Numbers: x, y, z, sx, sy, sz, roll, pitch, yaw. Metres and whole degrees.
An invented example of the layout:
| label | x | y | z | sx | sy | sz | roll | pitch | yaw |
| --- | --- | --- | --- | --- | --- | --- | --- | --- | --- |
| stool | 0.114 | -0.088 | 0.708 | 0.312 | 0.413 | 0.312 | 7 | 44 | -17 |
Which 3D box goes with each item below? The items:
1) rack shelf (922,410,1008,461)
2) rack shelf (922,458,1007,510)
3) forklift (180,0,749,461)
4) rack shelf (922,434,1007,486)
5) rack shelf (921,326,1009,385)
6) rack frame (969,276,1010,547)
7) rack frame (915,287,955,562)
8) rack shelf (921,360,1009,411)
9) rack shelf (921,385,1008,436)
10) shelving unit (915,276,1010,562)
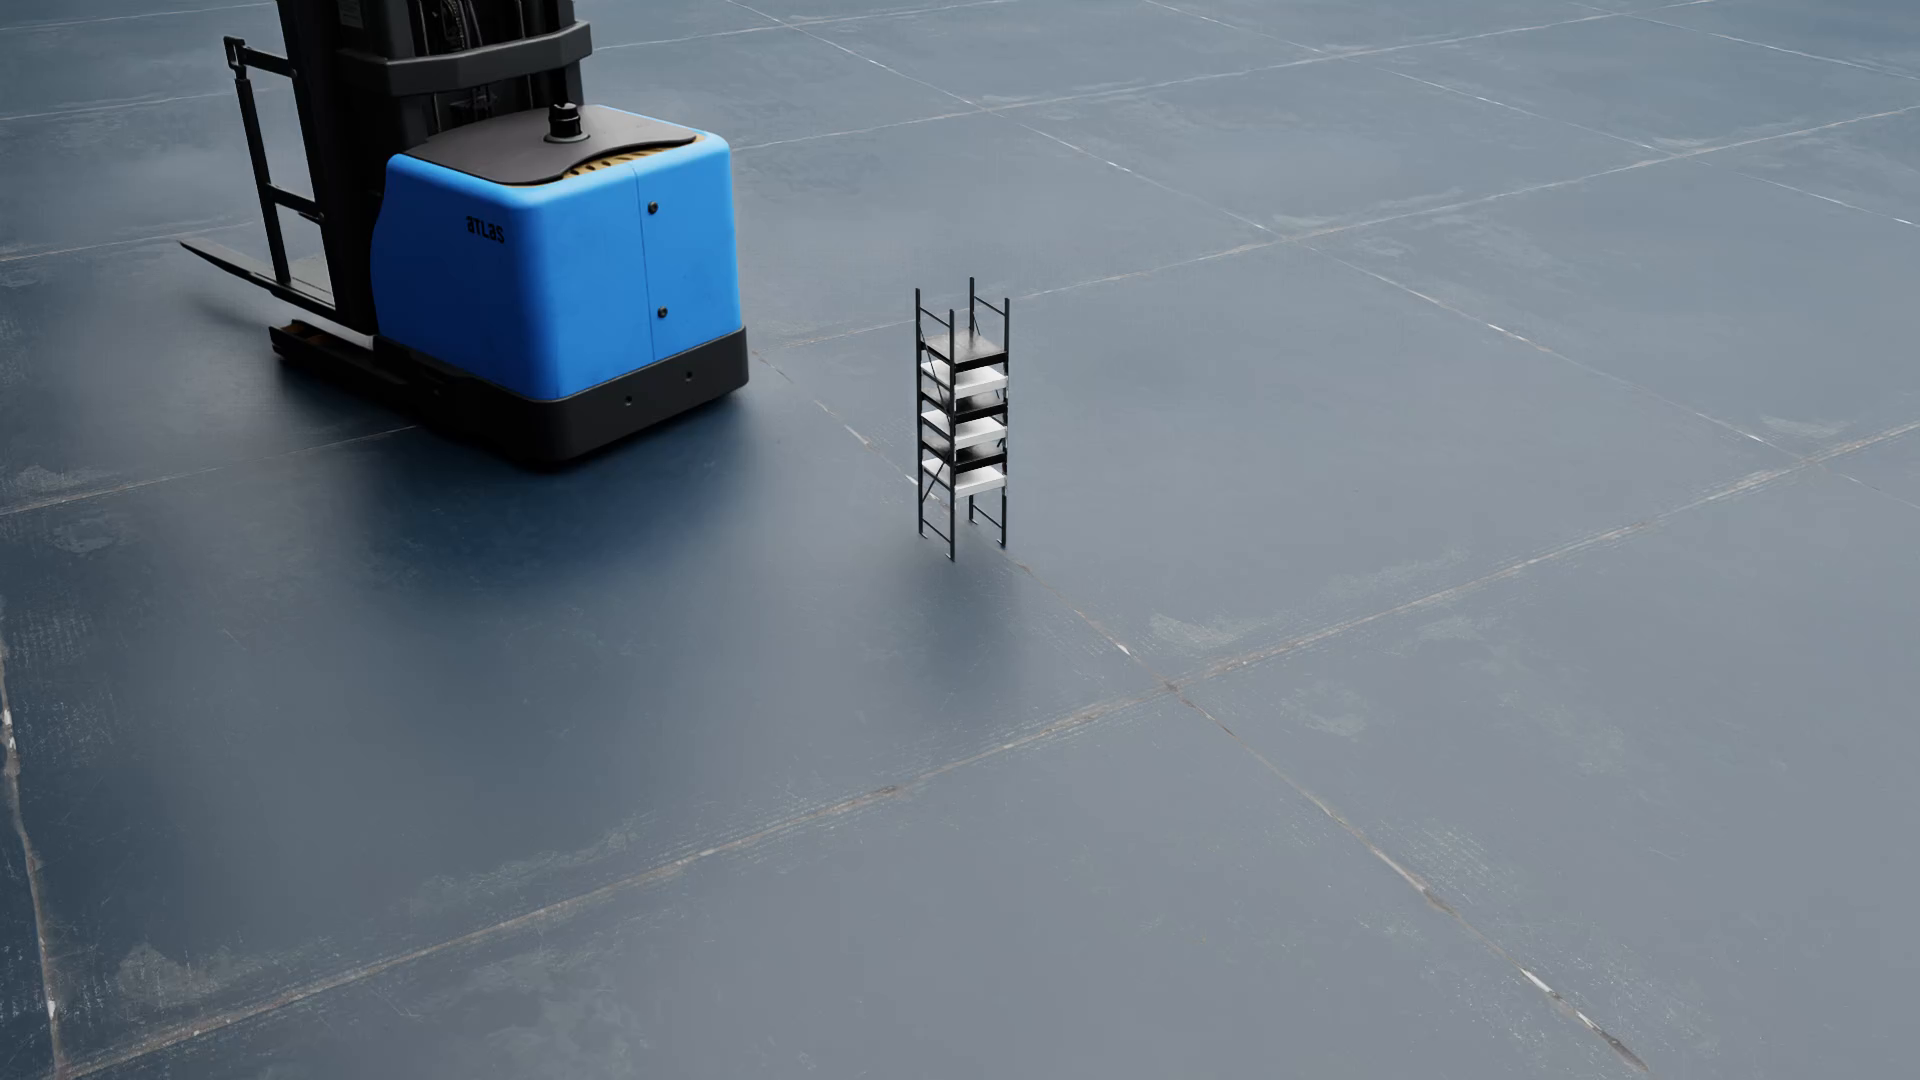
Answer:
| label | x | y | z | sx | sy | sz | roll | pitch | yaw |
| --- | --- | --- | --- | --- | --- | --- | --- | --- | --- |
| rack shelf | 0.007 | -0.367 | 5.552 | 0.200 | 0.077 | 0.258 | -16 | 33 | -26 |
| rack shelf | 0.007 | -0.209 | 5.639 | 0.200 | 0.077 | 0.258 | -16 | 33 | -26 |
| forklift | -2.312 | -2.153 | 6.618 | 3.031 | 2.935 | 1.130 | 22 | 36 | 34 |
| rack shelf | 0.007 | -0.288 | 5.596 | 0.200 | 0.077 | 0.258 | -16 | 33 | -26 |
| rack shelf | 0.007 | -0.603 | 5.422 | 0.200 | 0.077 | 0.258 | -16 | 33 | -26 |
| rack frame | 0.095 | -0.421 | 5.581 | 0.006 | 0.900 | 0.240 | -16 | 33 | -26 |
| rack frame | -0.081 | -0.371 | 5.491 | 0.006 | 0.900 | 0.240 | -16 | 33 | -26 |
| rack shelf | 0.007 | -0.524 | 5.465 | 0.200 | 0.077 | 0.258 | -16 | 33 | -26 |
| rack shelf | 0.007 | -0.446 | 5.509 | 0.200 | 0.077 | 0.258 | -16 | 33 | -26 |
| shelving unit | 0.007 | -0.396 | 5.536 | 0.210 | 0.900 | 0.258 | -16 | 33 | -26 |
